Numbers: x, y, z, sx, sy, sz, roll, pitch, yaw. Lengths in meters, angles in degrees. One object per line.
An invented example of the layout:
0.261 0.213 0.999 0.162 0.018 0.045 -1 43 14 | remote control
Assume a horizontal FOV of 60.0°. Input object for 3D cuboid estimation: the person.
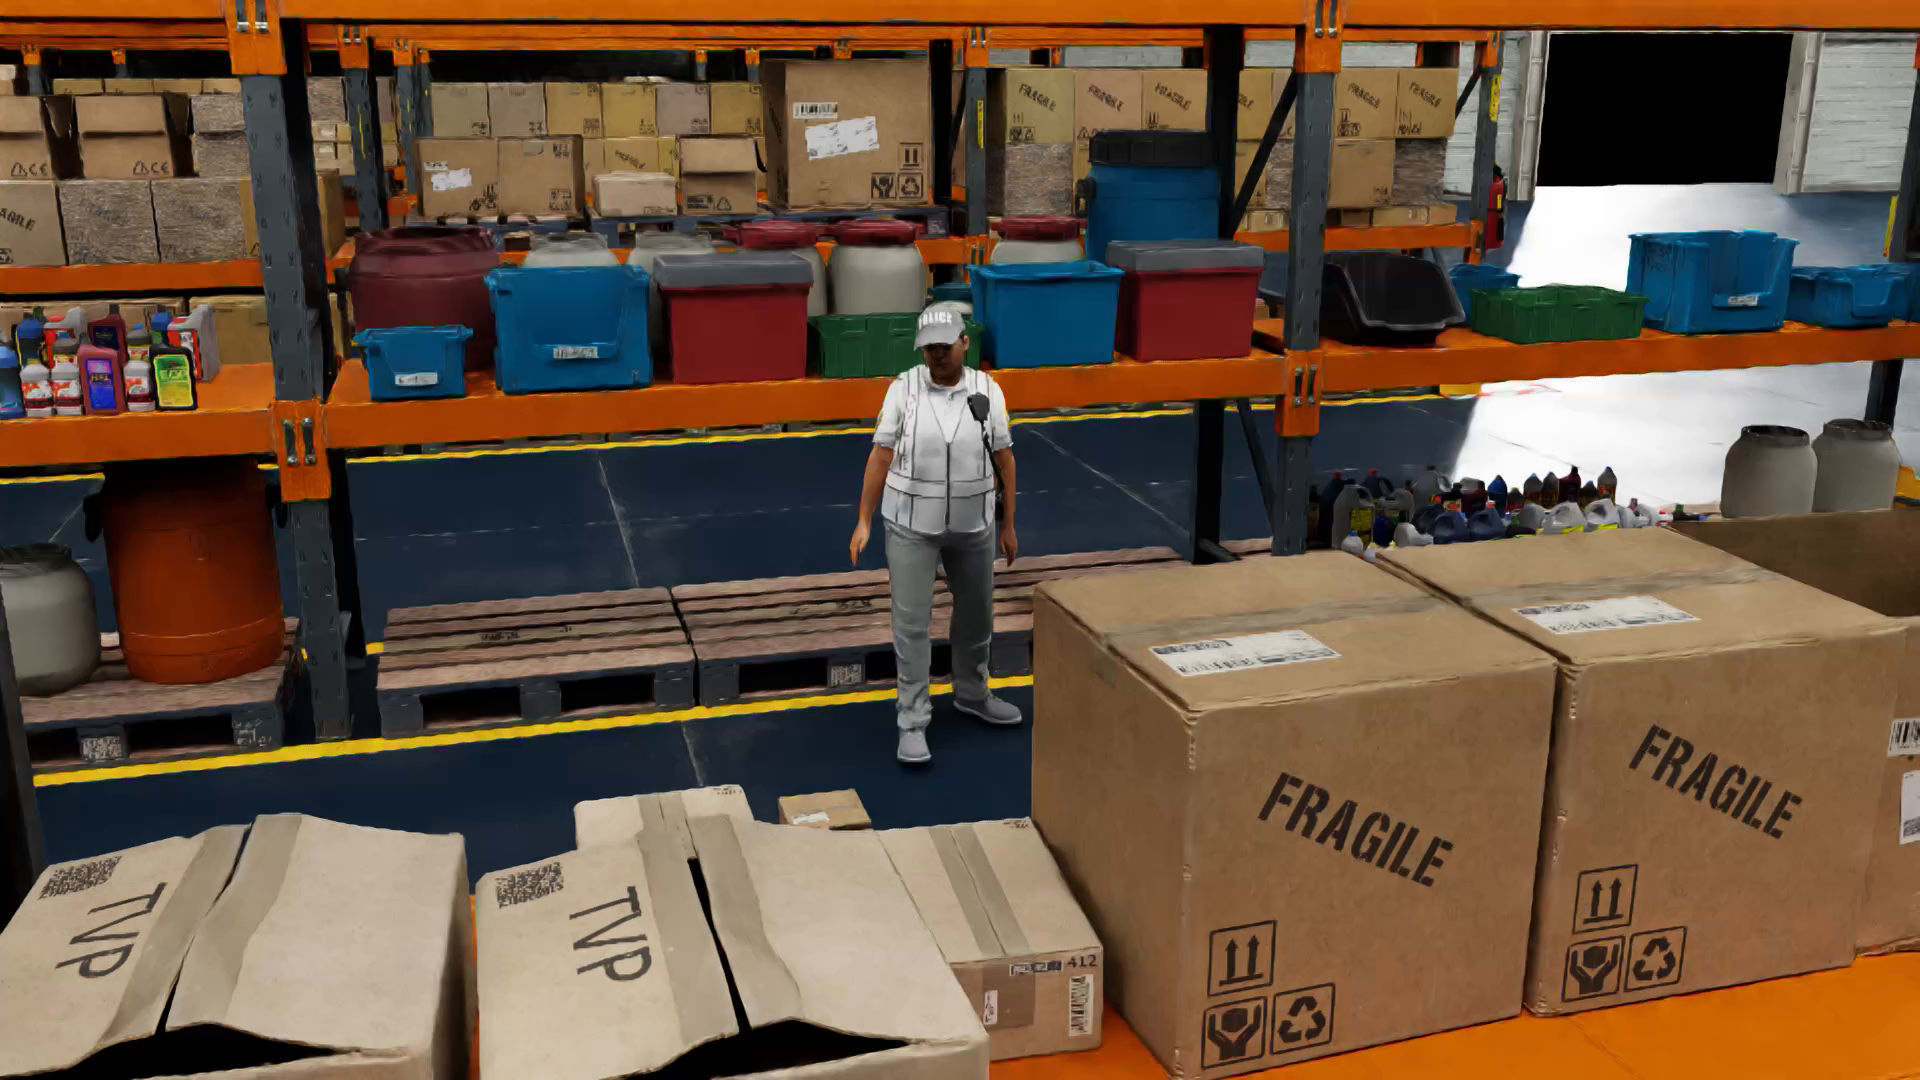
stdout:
-0.071 -0.044 6.130 0.672 1.652 0.571 -3 16 -10 | person
